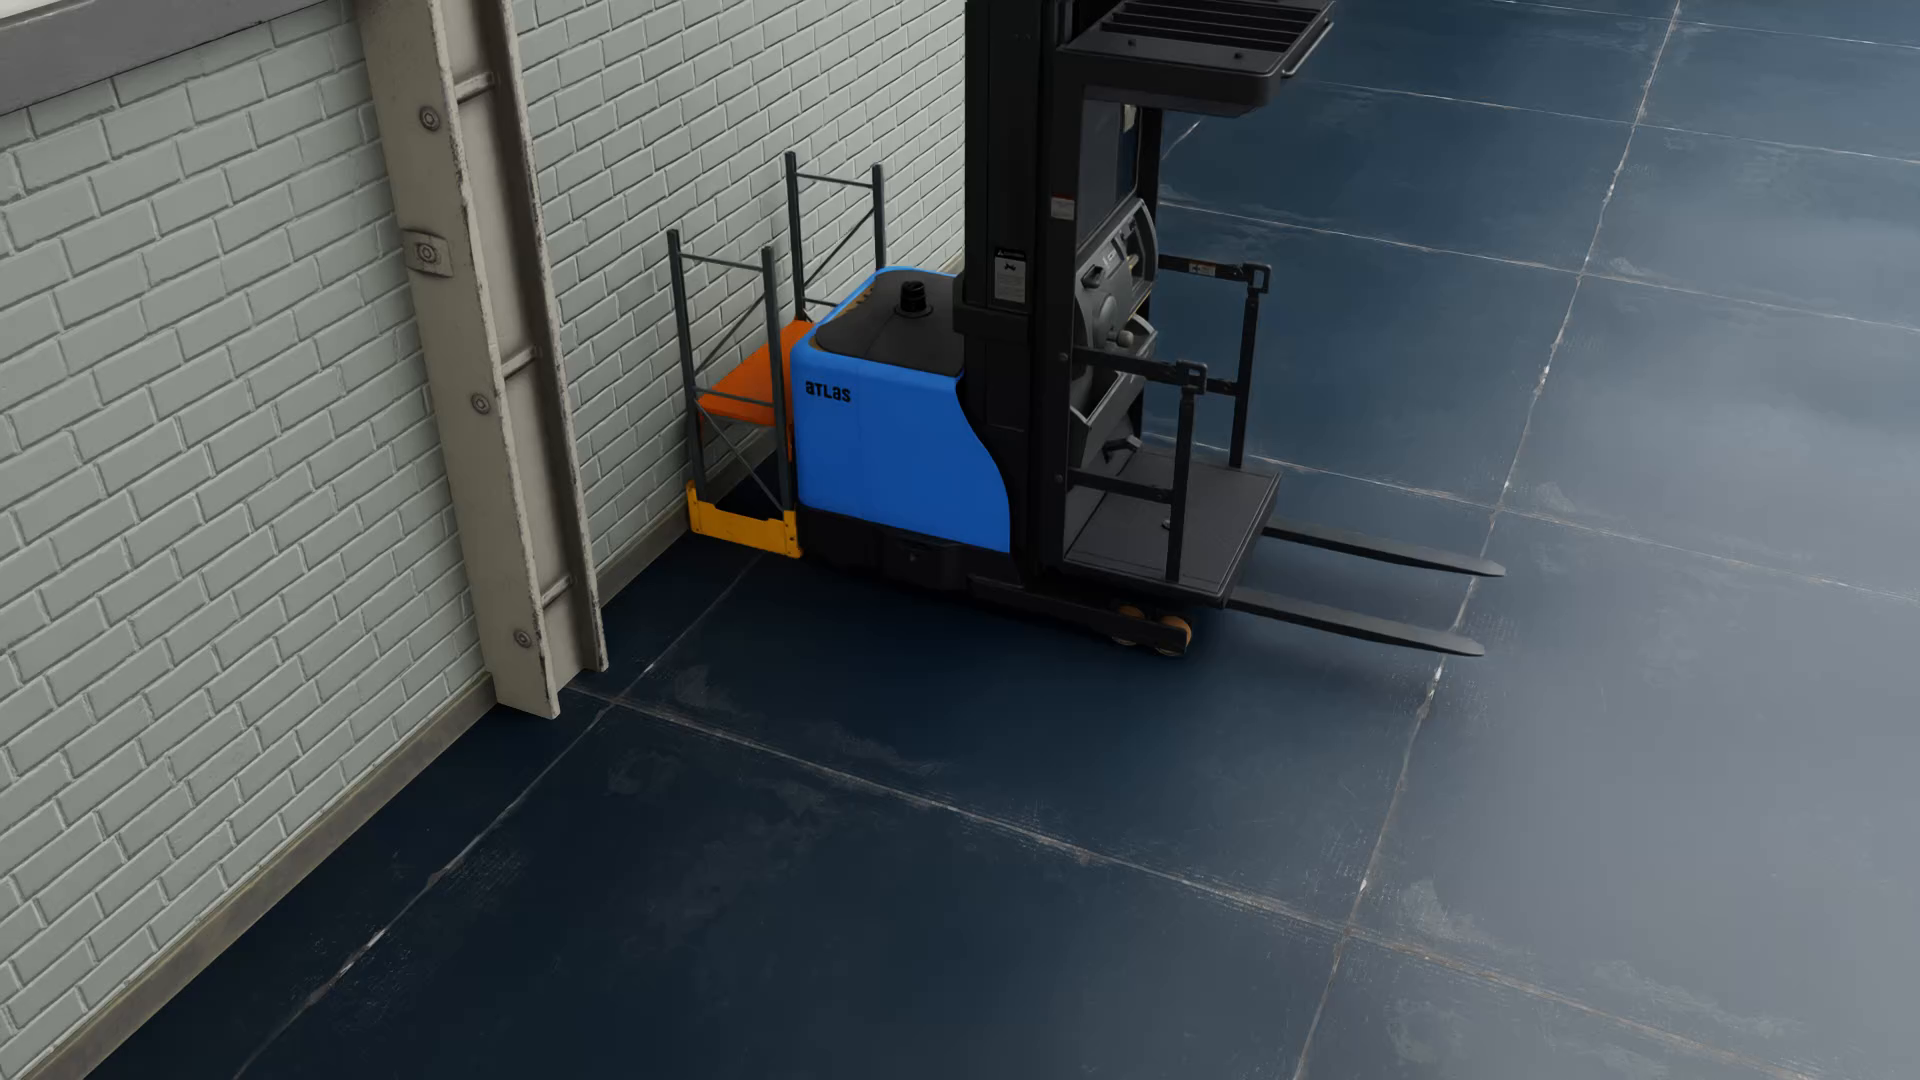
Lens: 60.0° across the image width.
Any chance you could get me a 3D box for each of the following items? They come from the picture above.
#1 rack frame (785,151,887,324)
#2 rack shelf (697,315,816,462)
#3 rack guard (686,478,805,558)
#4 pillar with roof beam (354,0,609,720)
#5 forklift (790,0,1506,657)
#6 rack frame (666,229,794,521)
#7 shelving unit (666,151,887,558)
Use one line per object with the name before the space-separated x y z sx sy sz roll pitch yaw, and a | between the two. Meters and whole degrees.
rack frame | -0.579 -1.137 8.109 0.500 1.500 0.032 13 36 20
rack shelf | -0.785 -0.731 7.820 0.538 0.185 1.000 13 36 20
rack guard | -0.988 -0.103 7.677 0.587 0.250 0.087 13 36 20
pillar with roof beam | 2.224 -2.190 2.883 9.100 9.000 0.400 14 36 20
forklift | 0.825 -1.069 6.708 3.031 2.935 1.130 13 35 19
rack frame | -0.995 -0.626 7.334 0.500 1.500 0.032 13 36 20
shelving unit | -0.791 -0.877 7.715 0.587 1.500 1.083 13 36 20
